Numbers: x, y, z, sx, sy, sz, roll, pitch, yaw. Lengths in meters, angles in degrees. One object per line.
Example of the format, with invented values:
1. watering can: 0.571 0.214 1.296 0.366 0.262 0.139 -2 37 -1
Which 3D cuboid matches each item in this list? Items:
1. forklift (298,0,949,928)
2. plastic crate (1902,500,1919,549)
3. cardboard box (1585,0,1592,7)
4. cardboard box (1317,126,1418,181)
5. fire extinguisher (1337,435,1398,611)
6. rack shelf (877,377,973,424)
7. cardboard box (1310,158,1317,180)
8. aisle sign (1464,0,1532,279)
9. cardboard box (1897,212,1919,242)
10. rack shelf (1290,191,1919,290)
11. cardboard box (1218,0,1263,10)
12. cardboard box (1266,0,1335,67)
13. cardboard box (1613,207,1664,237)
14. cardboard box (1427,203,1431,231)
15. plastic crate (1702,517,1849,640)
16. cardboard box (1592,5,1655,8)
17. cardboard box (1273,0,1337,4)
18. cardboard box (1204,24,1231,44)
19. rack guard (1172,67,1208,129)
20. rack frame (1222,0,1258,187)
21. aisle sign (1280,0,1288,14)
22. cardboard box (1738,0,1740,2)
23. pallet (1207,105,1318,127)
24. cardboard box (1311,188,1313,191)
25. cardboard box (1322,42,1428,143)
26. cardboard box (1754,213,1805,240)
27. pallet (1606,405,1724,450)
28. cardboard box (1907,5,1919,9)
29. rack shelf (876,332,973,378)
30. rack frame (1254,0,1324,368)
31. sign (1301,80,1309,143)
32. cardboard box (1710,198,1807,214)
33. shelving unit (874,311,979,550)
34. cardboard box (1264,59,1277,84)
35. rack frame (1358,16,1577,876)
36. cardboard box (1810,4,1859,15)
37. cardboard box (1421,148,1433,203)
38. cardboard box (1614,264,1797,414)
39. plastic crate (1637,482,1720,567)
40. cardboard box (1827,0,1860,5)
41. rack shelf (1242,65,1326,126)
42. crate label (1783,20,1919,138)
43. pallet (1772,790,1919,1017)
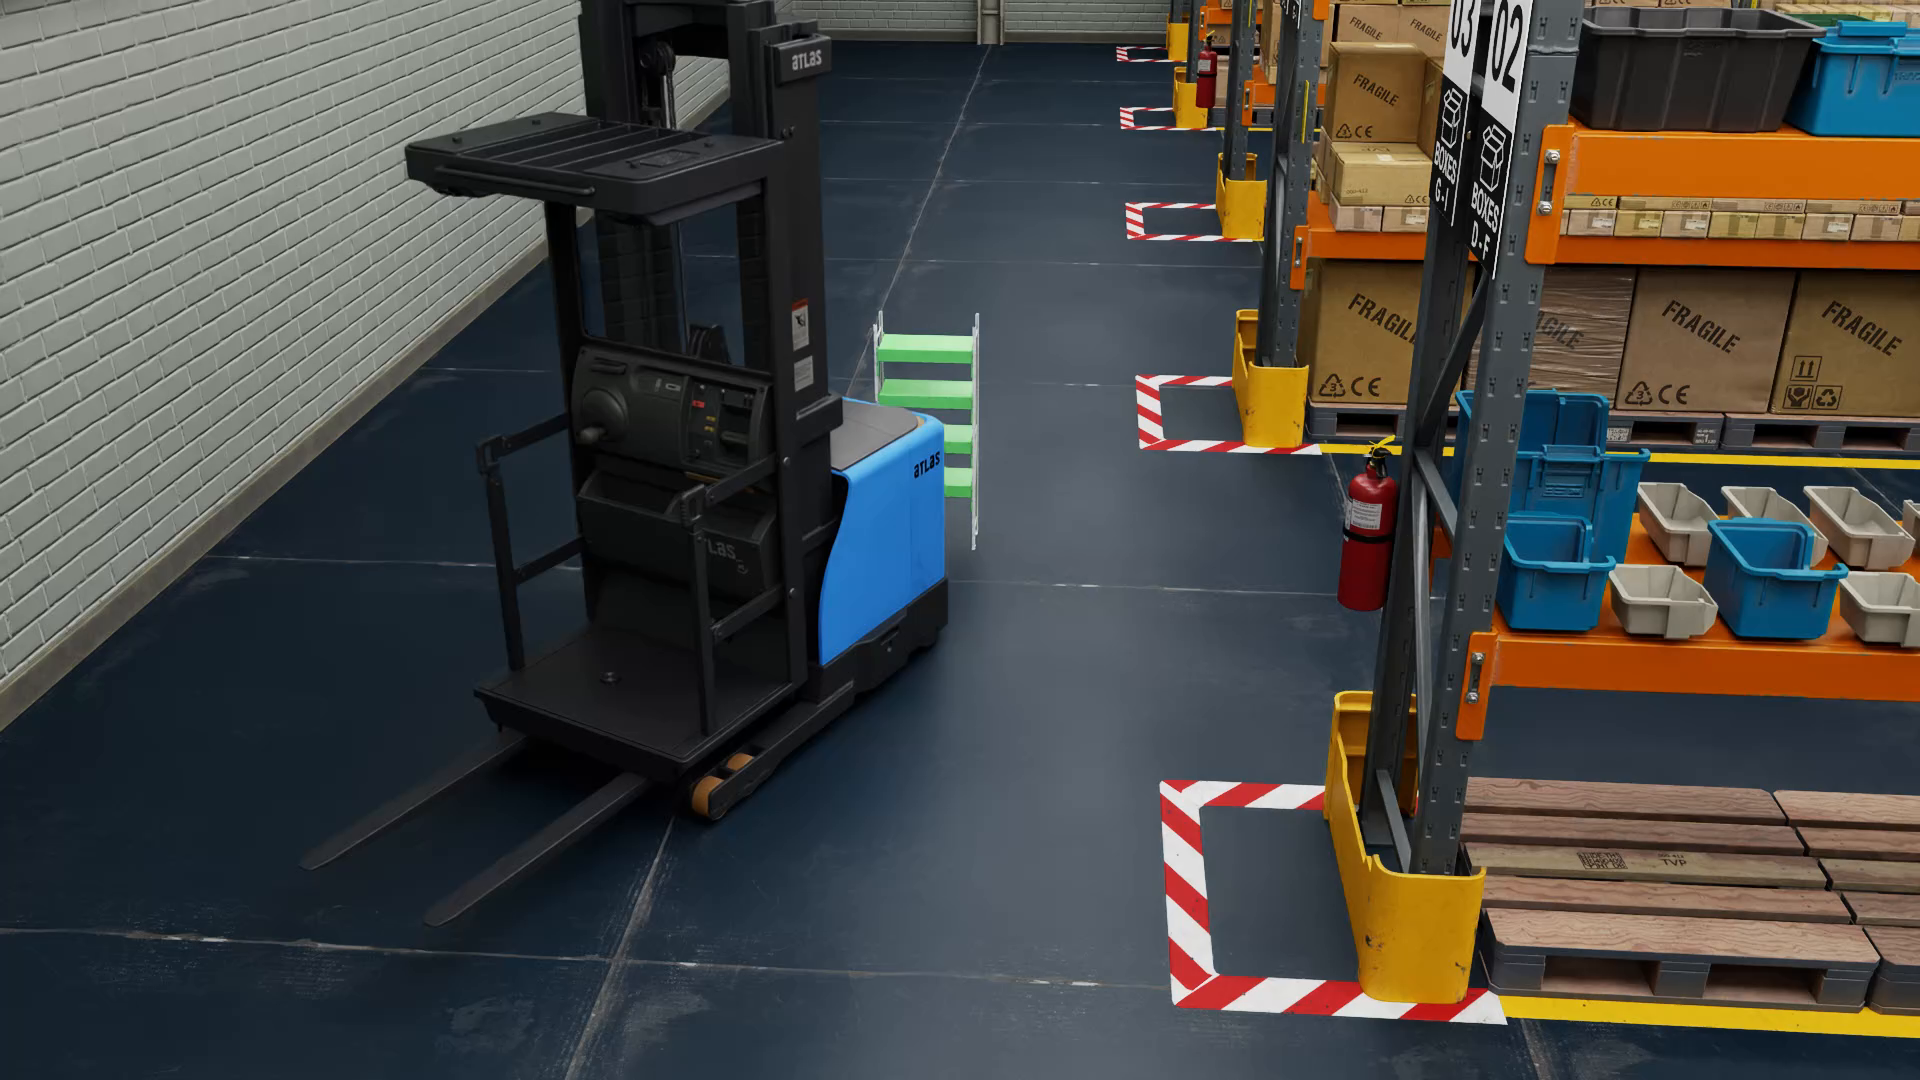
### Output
1. forklift: -1.238 -0.473 6.273 1.130 2.935 3.031 14 28 28
2. plastic crate: 3.257 -0.034 5.479 0.250 0.136 0.298 2 25 4
3. cardboard box: 4.900 -4.667 13.632 0.500 0.500 0.500 2 25 5
4. cardboard box: 2.449 -2.319 10.026 0.500 0.250 0.500 1 25 3
5. fire extinguisher: 1.451 -0.083 5.880 0.183 0.674 0.296 2 25 4
6. rack shelf: -0.165 -0.710 8.437 0.480 0.148 0.258 2 25 4
7. cardboard box: 2.923 -3.229 14.375 0.250 0.149 0.380 1 25 2
8. aisle sign: 1.472 -1.152 4.556 0.004 0.787 0.394 2 25 4
9. cardboard box: 5.348 -1.796 9.366 0.250 0.149 0.380 2 25 5
10. rack shelf: 3.940 -1.766 9.861 4.000 0.370 1.077 2 25 4
11. cardboard box: 3.161 -6.198 18.512 0.500 0.500 0.500 2 25 4
12. cardboard box: 2.853 -4.272 13.971 0.500 0.500 0.500 3 25 6
13. cardboard box: 3.808 -1.845 9.473 0.250 0.149 0.380 1 25 3
14. cardboard box: 2.786 -1.879 9.545 0.250 0.149 0.380 1 25 3
15. plastic crate: 2.444 0.122 5.025 0.300 0.233 0.416 2 25 4
16. cardboard box: 5.393 -4.189 13.789 0.500 0.500 0.500 1 25 3
17. cardboard box: 2.853 -4.731 13.771 0.500 0.500 0.500 2 25 4
18. cardboard box: 3.683 -7.354 23.628 0.637 0.503 0.797 1 25 2
19. rack guard: 2.680 -5.153 19.350 0.348 0.500 1.175 2 25 4
20. rack frame: 2.426 -4.221 14.335 0.127 3.000 1.000 2 25 4
21. aisle sign: 1.897 -3.465 9.583 0.004 0.787 0.394 2 25 4
22. cardboard box: 8.635 -5.908 18.182 0.500 0.250 0.500 1 25 3
23. pallet: 3.508 -5.028 19.424 1.213 0.211 1.003 2 25 4
24. cardboard box: 3.191 -2.992 14.573 0.250 0.149 0.380 2 25 4
25. cardboard box: 2.452 -2.659 9.866 0.500 0.500 0.500 2 25 5
26. cardboard box: 4.579 -1.821 9.420 0.250 0.149 0.380 2 25 5
27. pallet: 3.962 -0.857 10.361 1.213 0.211 1.003 2 25 4
28. cardboard box: 7.810 -4.203 13.383 0.250 0.149 0.380 2 25 4
29. rack shelf: -0.165 -0.928 8.337 0.480 0.148 0.258 2 25 4
30. rack frame: 1.946 -2.157 9.850 0.127 3.000 1.000 2 25 4
31. sign: 1.897 -2.355 9.150 0.005 0.325 0.100 2 25 4
32. cardboard box: 4.449 -2.033 9.403 0.500 0.250 0.500 2 25 5
33. shelving unit: -0.165 -0.550 8.511 0.503 1.200 0.258 2 25 4
34. cardboard box: 2.724 -3.960 14.068 0.250 0.149 0.380 2 25 4
35. rack frame: 1.567 -0.093 5.363 0.127 3.000 1.000 2 25 4
36. cardboard box: 7.050 -4.229 13.440 0.250 0.149 0.380 3 25 5
37. cardboard box: 2.922 -2.082 9.511 0.500 0.250 0.500 2 25 3
38. cardboard box: 4.385 -1.338 10.109 0.875 0.875 0.875 2 25 4
39. plastic crate: 2.393 -0.050 5.513 0.243 0.136 0.396 2 25 4
40. cardboard box: 7.355 -4.491 14.009 0.250 0.149 0.380 1 25 2
41. rack shelf: 4.420 -3.830 14.347 4.000 0.370 1.077 2 25 4
42. crate label: 2.462 -1.224 4.411 0.502 0.251 0.408 2 25 4
43. pallet: 3.599 1.257 5.767 1.213 0.211 1.003 2 25 4
